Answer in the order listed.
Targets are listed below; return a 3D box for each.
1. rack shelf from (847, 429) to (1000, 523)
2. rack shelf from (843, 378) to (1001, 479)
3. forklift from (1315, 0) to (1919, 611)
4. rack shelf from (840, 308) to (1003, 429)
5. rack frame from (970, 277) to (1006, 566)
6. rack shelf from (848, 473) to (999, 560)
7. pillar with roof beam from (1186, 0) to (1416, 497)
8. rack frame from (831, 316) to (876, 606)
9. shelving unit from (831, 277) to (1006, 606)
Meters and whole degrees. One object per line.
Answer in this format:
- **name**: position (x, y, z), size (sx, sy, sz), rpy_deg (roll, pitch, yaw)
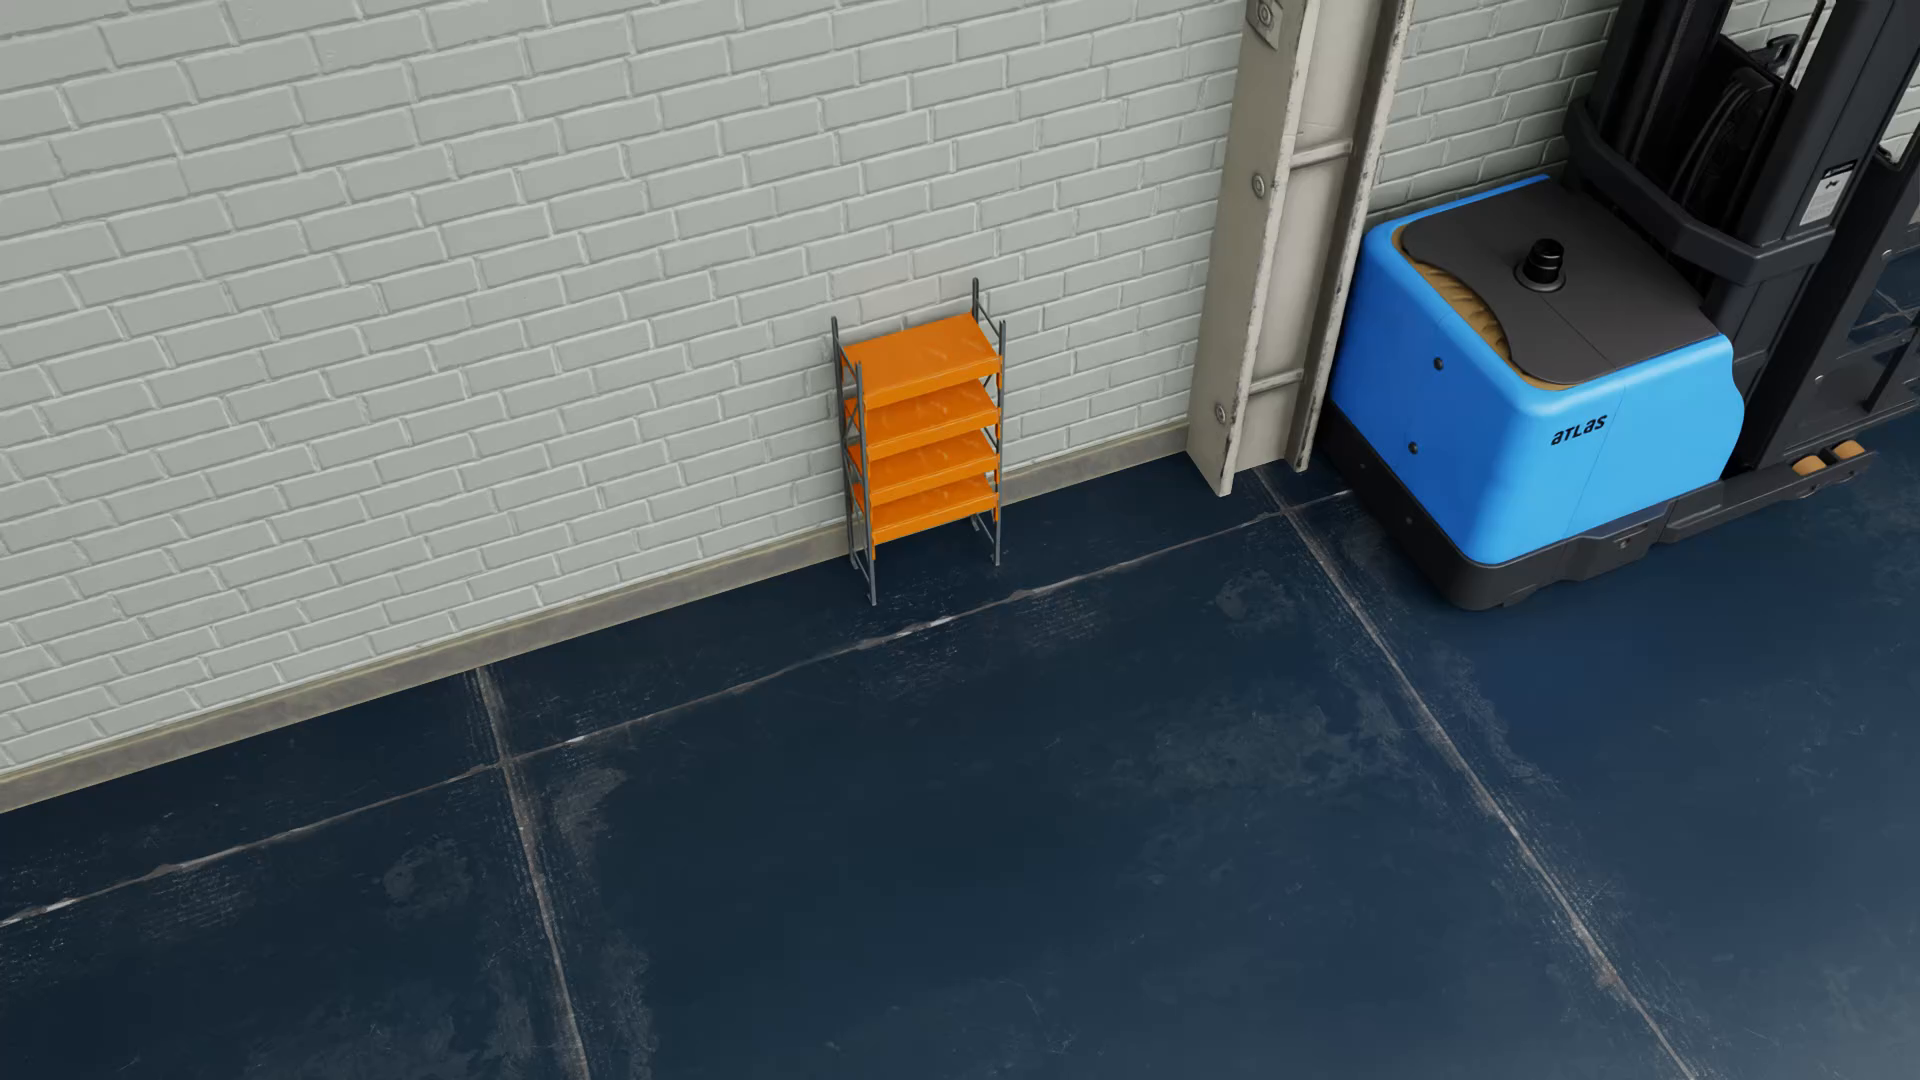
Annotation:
- **rack shelf**: position (-0.132, -0.263, 5.773), size (0.480, 0.148, 0.258), rpy_deg (-18, 52, -15)
- **rack shelf**: position (-0.132, -0.409, 5.604), size (0.480, 0.148, 0.258), rpy_deg (-18, 52, -15)
- **forklift**: position (2.949, -1.465, 5.576), size (3.031, 2.935, 1.130), rpy_deg (-19, 52, -16)
- **rack shelf**: position (-0.132, -0.563, 5.424), size (0.480, 0.148, 0.258), rpy_deg (-18, 52, -15)
- **rack frame**: position (0.093, -0.378, 5.784), size (0.015, 1.200, 0.240), rpy_deg (-18, 52, -15)
- **rack shelf**: position (-0.132, -0.134, 5.924), size (0.480, 0.148, 0.258), rpy_deg (-18, 52, -15)
- **pillar with roof beam**: position (2.747, -0.238, 0.523), size (0.400, 9.000, 9.100), rpy_deg (-17, 52, -14)
- **rack frame**: position (-0.357, -0.235, 5.661), size (0.015, 1.200, 0.240), rpy_deg (-18, 52, -15)
- **shelving unit**: position (-0.132, -0.307, 5.722), size (0.503, 1.200, 0.258), rpy_deg (-18, 52, -15)
